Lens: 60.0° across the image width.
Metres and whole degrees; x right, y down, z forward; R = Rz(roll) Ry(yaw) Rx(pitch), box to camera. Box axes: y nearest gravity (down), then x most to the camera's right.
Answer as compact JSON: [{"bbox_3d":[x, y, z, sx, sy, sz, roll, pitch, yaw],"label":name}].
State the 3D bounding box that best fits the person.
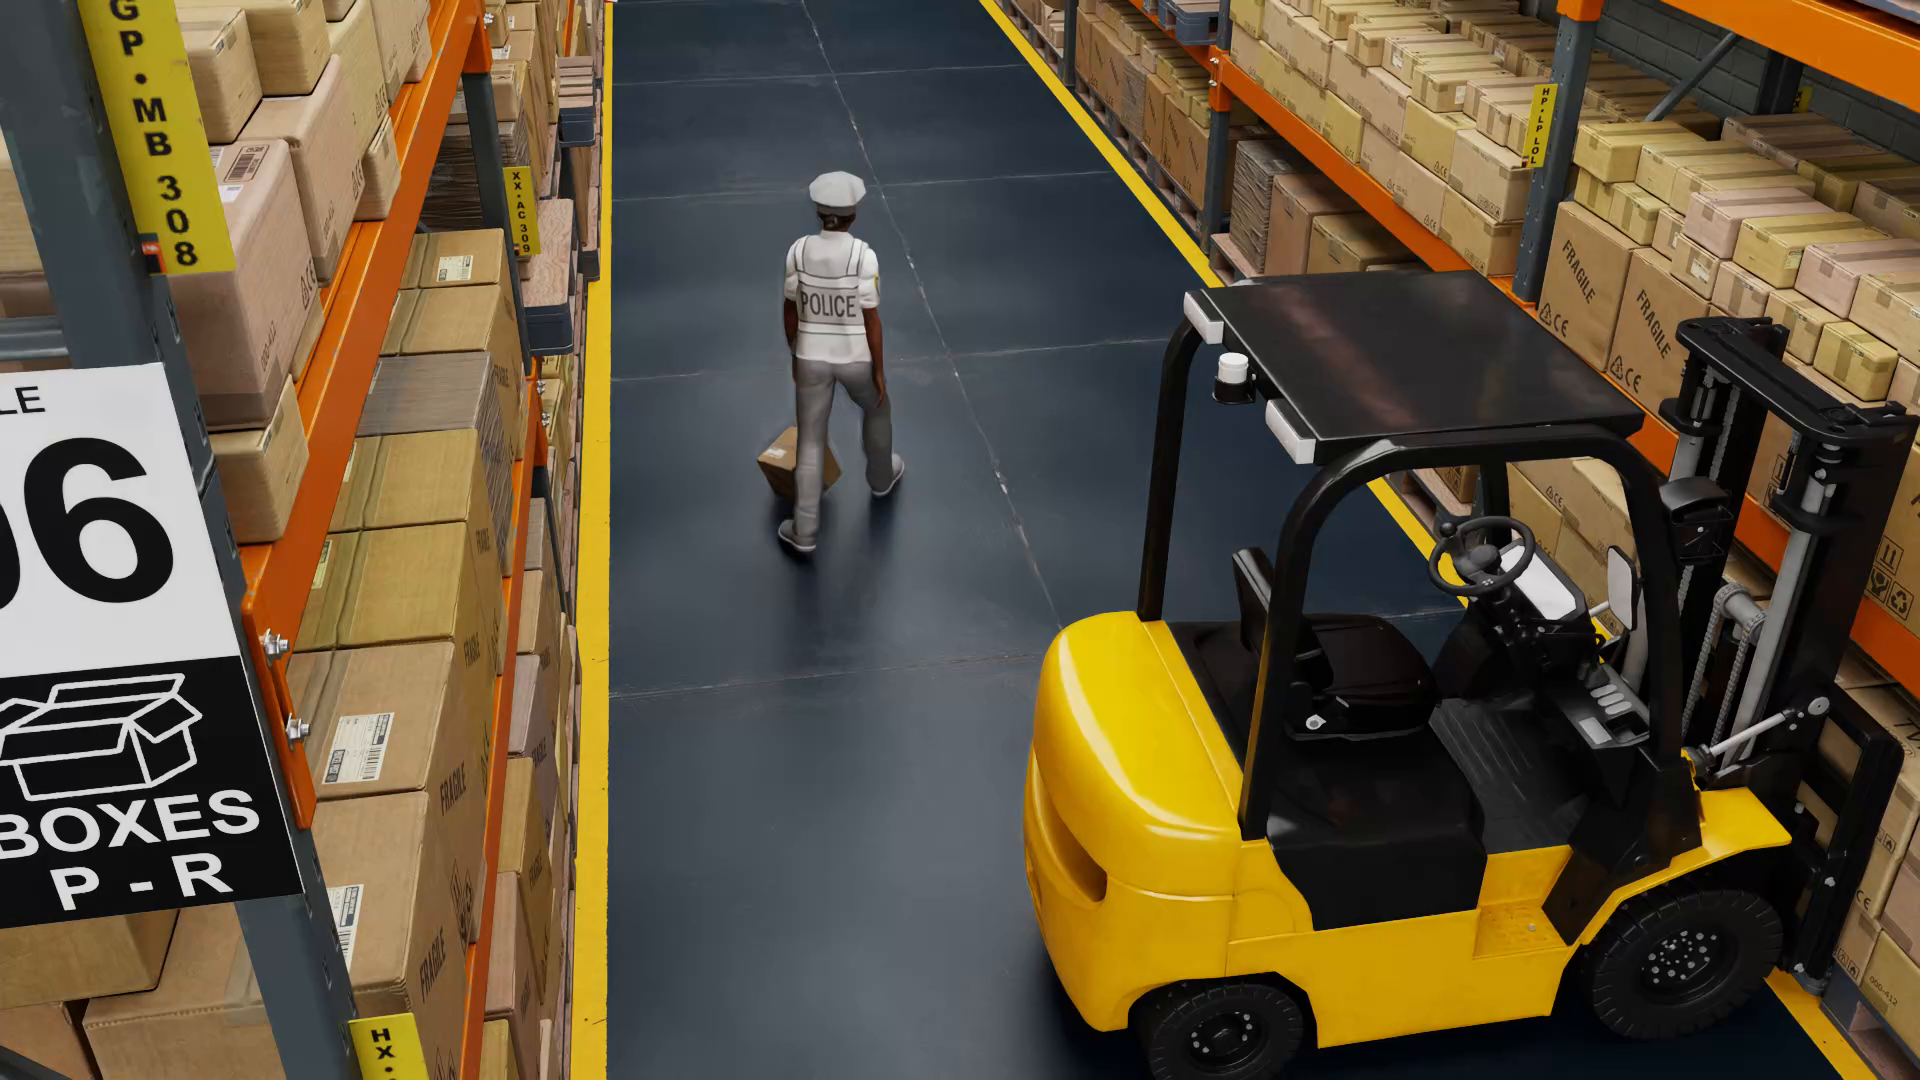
[{"bbox_3d":[-0.563,-0.819,7.529,0.488,1.614,0.943,5,31,8],"label":"person"}]
